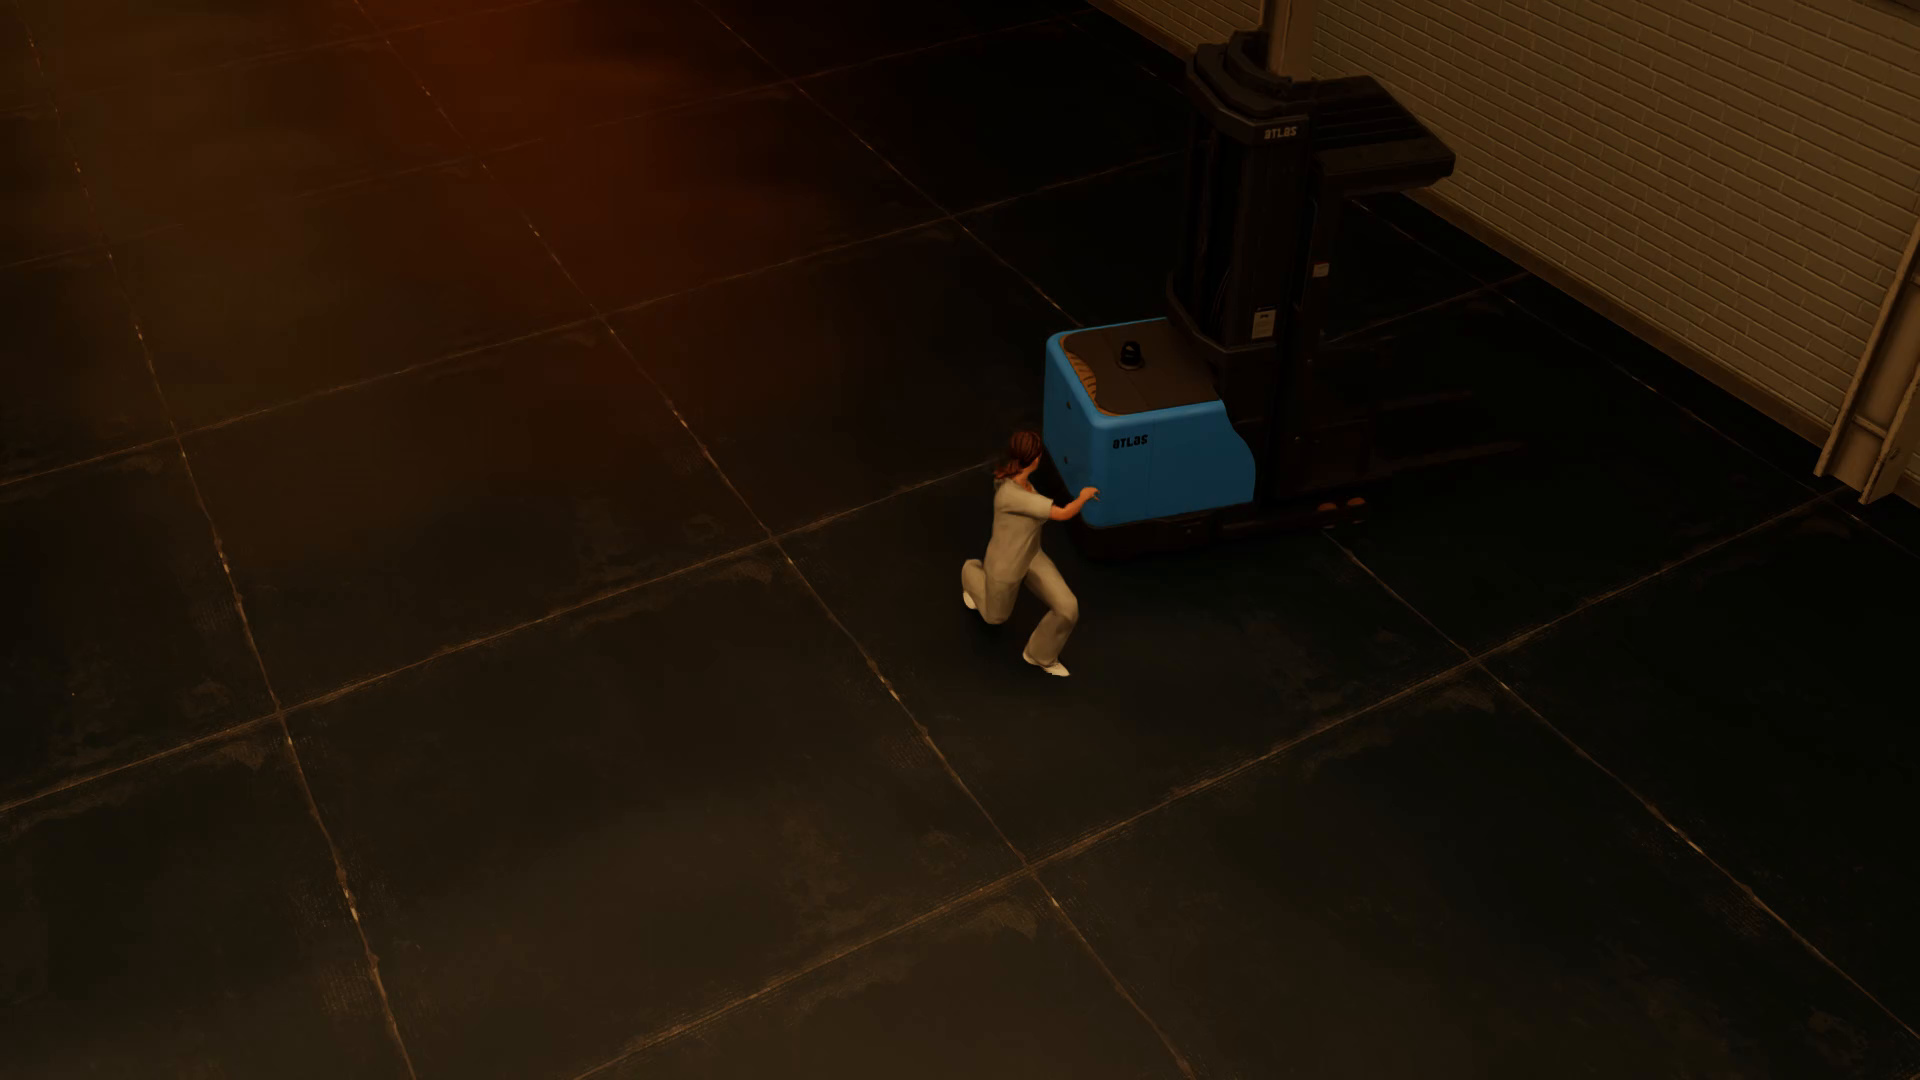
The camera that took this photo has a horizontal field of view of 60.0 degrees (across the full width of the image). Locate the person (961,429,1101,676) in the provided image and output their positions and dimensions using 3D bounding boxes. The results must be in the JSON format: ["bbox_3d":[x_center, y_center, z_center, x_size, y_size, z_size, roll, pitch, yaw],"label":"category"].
[{"bbox_3d":[0.364,-0.010,9.285,0.942,1.447,0.666,28,47,30],"label":"person"}]

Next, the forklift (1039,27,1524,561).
[{"bbox_3d":[2.088,-1.515,9.863,3.031,2.935,1.130,-10,41,-12],"label":"forklift"}]
